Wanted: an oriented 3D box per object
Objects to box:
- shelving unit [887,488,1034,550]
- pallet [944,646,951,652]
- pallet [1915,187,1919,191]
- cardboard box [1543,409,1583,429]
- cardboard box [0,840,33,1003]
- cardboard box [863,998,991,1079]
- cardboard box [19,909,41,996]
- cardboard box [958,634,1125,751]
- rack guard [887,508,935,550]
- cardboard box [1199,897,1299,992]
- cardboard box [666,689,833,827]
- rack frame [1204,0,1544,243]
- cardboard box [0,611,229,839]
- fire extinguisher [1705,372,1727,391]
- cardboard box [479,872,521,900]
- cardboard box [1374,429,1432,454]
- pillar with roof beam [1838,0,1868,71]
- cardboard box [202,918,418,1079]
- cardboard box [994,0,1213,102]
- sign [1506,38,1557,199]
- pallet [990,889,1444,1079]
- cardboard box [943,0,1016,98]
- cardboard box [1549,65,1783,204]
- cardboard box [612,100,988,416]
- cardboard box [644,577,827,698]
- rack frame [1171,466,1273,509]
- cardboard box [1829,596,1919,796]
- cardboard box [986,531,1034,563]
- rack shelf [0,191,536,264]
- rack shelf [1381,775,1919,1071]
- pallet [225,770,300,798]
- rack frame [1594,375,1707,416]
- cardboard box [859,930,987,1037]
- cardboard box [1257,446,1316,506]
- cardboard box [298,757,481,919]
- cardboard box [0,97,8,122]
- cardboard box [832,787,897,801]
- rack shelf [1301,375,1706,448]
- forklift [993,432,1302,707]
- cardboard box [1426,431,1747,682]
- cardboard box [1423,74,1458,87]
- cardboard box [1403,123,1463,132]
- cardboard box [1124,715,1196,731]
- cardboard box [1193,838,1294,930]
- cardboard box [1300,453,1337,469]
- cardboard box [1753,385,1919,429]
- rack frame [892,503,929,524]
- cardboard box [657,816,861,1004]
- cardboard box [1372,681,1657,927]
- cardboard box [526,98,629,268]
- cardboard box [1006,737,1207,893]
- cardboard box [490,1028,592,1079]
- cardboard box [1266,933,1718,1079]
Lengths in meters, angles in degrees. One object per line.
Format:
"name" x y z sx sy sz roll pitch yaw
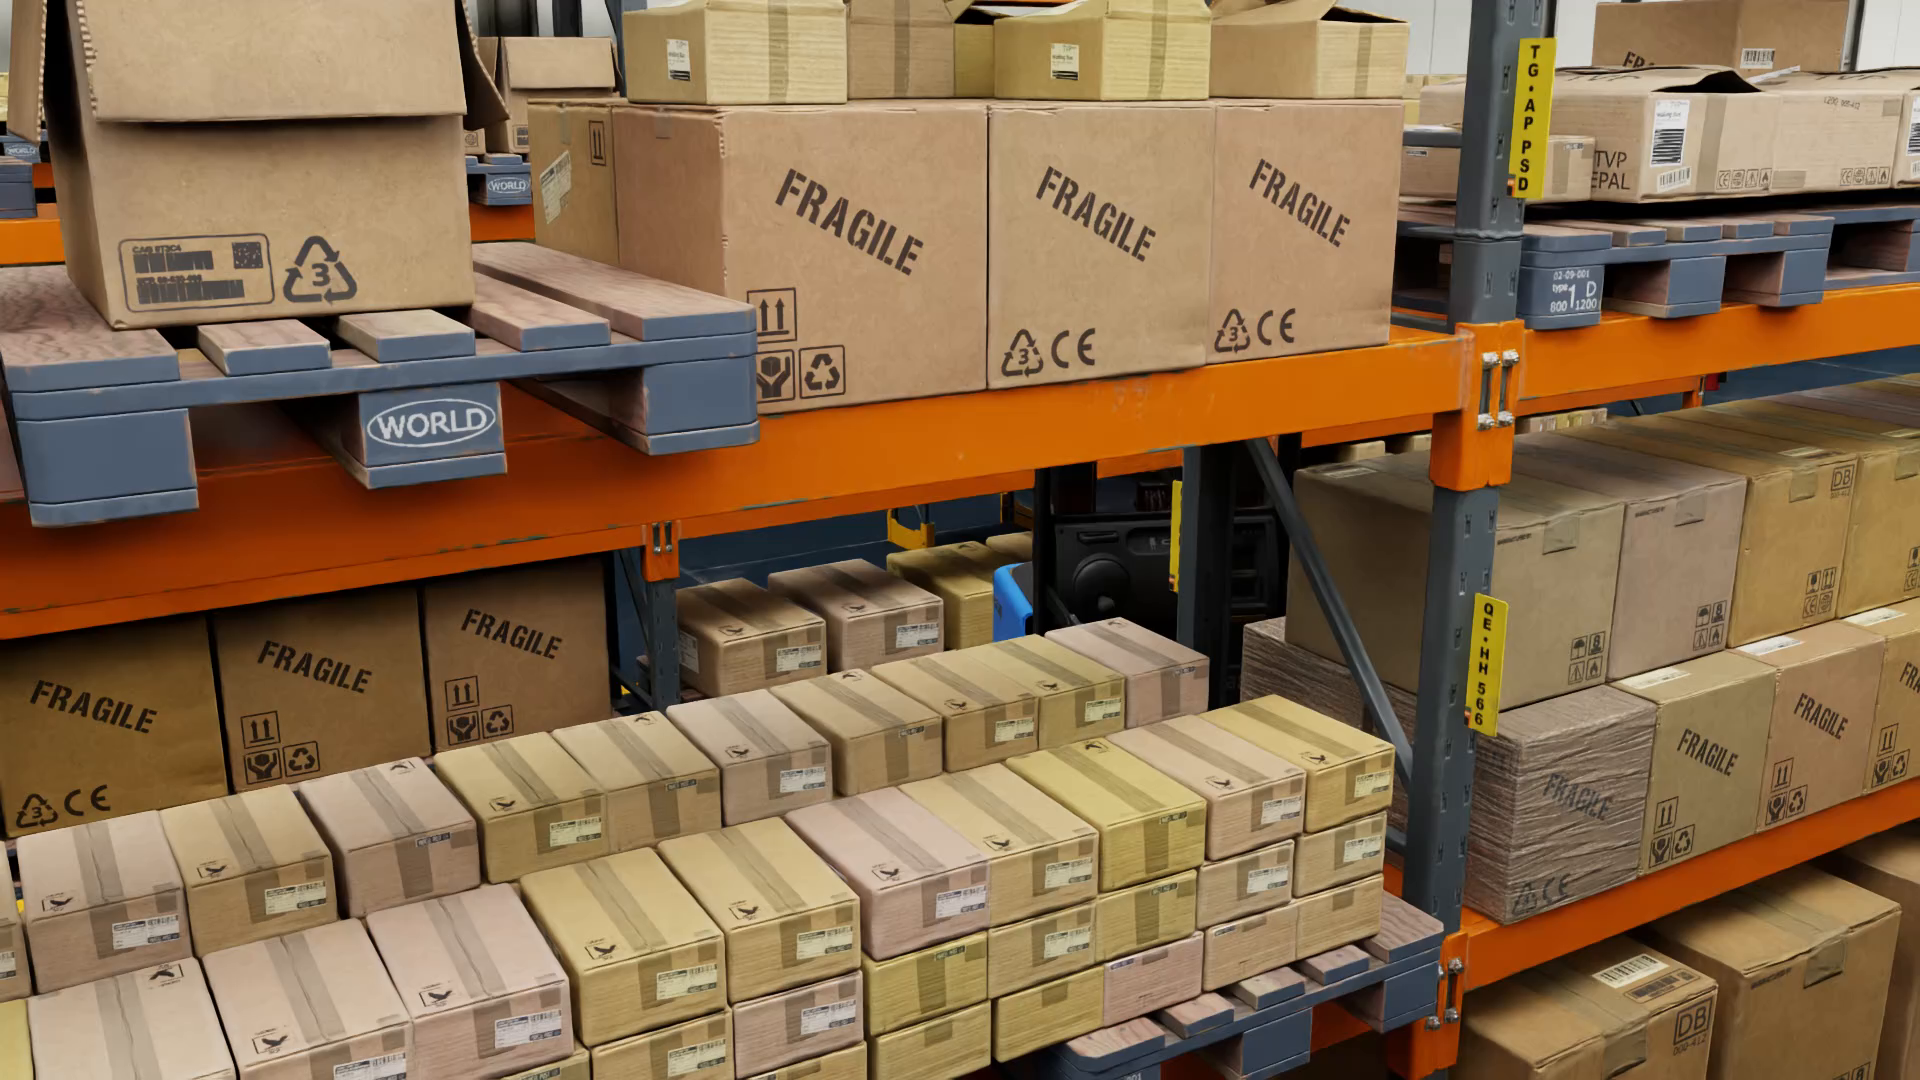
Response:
"shelving unit" 0.065 -0.733 12.245 1.083 1.500 0.587 -9 18 -30
"pallet" -0.001 0.618 9.816 1.213 0.211 1.003 -9 18 -30
"pallet" 3.588 -1.086 5.526 1.217 0.209 0.805 -10 19 -32
"cardboard box" 4.092 -0.840 11.573 0.250 0.149 0.380 -9 18 -29
"cardboard box" -1.813 0.697 2.950 0.250 0.149 0.380 -10 18 -31
"cardboard box" -0.146 0.918 3.265 0.250 0.149 0.380 -10 19 -32
"cardboard box" -1.598 0.804 3.122 0.250 0.149 0.380 -10 18 -32
"cardboard box" 0.195 0.373 4.109 0.250 0.149 0.380 -10 18 -31
"rack guard" -0.362 -0.062 12.167 0.087 0.250 0.587 -9 18 -30
"cardboard box" 0.520 0.811 3.648 0.250 0.149 0.380 -9 18 -30
"cardboard box" -0.476 0.480 3.724 0.250 0.149 0.380 -8 18 -27
"rack frame" 0.920 -2.206 3.607 0.127 3.000 1.000 -9 18 -30
"cardboard box" -3.884 0.696 7.526 0.875 0.875 0.875 -9 18 -28
"fire extinguisher" 5.477 -1.432 12.106 0.183 0.674 0.296 -9 18 -30
"cardboard box" -0.930 0.697 3.503 0.250 0.149 0.380 -8 18 -28
"cardboard box" 2.935 -0.651 10.900 0.250 0.149 0.380 -8 18 -28
"pillar with roof beam" 14.024 -6.381 18.500 0.400 9.000 9.100 -9 18 -30
"cardboard box" -1.043 0.778 2.663 0.250 0.149 0.380 -9 18 -30
"cardboard box" 0.275 -0.987 3.213 0.258 0.266 0.396 -9 18 -30
"sign" 1.198 -0.885 3.493 0.005 0.325 0.100 -9 18 -30
"pallet" 0.364 0.899 4.001 1.003 0.211 1.213 -9 18 -30
"cardboard box" -0.011 -1.114 3.666 0.258 0.266 0.396 -9 18 -30
"cardboard box" 1.654 -1.019 4.131 0.500 0.311 0.500 -9 18 -30
"cardboard box" -0.291 -0.530 3.002 0.500 0.500 0.500 -9 18 -30
"cardboard box" -1.227 0.539 9.022 0.625 0.372 0.950 -11 19 -33
"rack frame" 1.713 -1.004 10.435 0.127 3.000 1.000 -9 18 -30
"cardboard box" 2.739 0.425 5.152 0.500 0.500 0.500 -9 18 -30
"cardboard box" 0.650 0.233 10.112 0.625 0.372 0.950 -8 18 -26
"rack shelf" -3.430 -1.268 7.152 4.000 0.370 1.077 -9 18 -30
"rack shelf" 2.634 0.751 5.505 4.000 0.370 1.077 -9 18 -30
"pallet" -3.475 1.155 7.898 1.213 0.211 1.003 -9 18 -30
"rack frame" 5.141 -1.560 12.419 0.127 3.000 1.000 -9 18 -30
"cardboard box" -0.151 0.776 3.221 0.250 0.149 0.380 -9 18 -30
"cardboard box" 2.082 -0.388 11.164 0.500 0.500 0.500 -9 18 -30
"cardboard box" -1.148 0.589 3.336 0.250 0.149 0.380 -10 19 -32
"cardboard box" -6.147 -2.739 10.569 0.250 0.149 0.380 -9 18 -28
"cardboard box" -0.272 0.590 3.883 0.250 0.149 0.380 -9 18 -29
"rack shelf" 3.427 -0.936 11.524 4.000 0.370 1.077 -9 18 -30
"forklift" 0.883 0.108 6.593 1.130 2.935 3.031 -2 16 -9
"cardboard box" 1.743 0.023 4.734 0.500 0.500 0.700 -10 18 -31
"cardboard box" 2.829 -2.788 10.228 0.250 0.149 0.380 -9 18 -30
"cardboard box" 1.320 -1.033 4.451 0.250 0.166 0.380 -9 18 -30
"cardboard box" 0.402 0.479 4.280 0.250 0.149 0.380 -8 18 -27
"cardboard box" 0.503 0.670 3.599 0.250 0.149 0.380 -8 18 -28
"cardboard box" 2.357 -0.263 10.718 0.500 0.500 0.500 -8 18 -27
"cardboard box" 3.053 -0.190 5.493 0.500 0.500 0.700 -9 18 -29
"rack frame" -0.363 -0.663 11.998 0.032 1.500 0.500 -9 18 -30
"cardboard box" -0.374 0.669 3.053 0.250 0.149 0.380 -8 18 -27
"cardboard box" 1.444 0.635 4.403 0.500 0.500 0.500 -9 18 -29
"cardboard box" -0.558 -0.650 3.428 0.500 0.500 0.500 -9 18 -30
"cardboard box" 0.295 0.560 3.439 0.250 0.149 0.380 -9 18 -28
"cardboard box" -0.812 0.883 2.840 0.250 0.149 0.380 -10 18 -31
"cardboard box" 1.488 1.500 4.891 0.750 0.750 1.050 -9 18 -30
